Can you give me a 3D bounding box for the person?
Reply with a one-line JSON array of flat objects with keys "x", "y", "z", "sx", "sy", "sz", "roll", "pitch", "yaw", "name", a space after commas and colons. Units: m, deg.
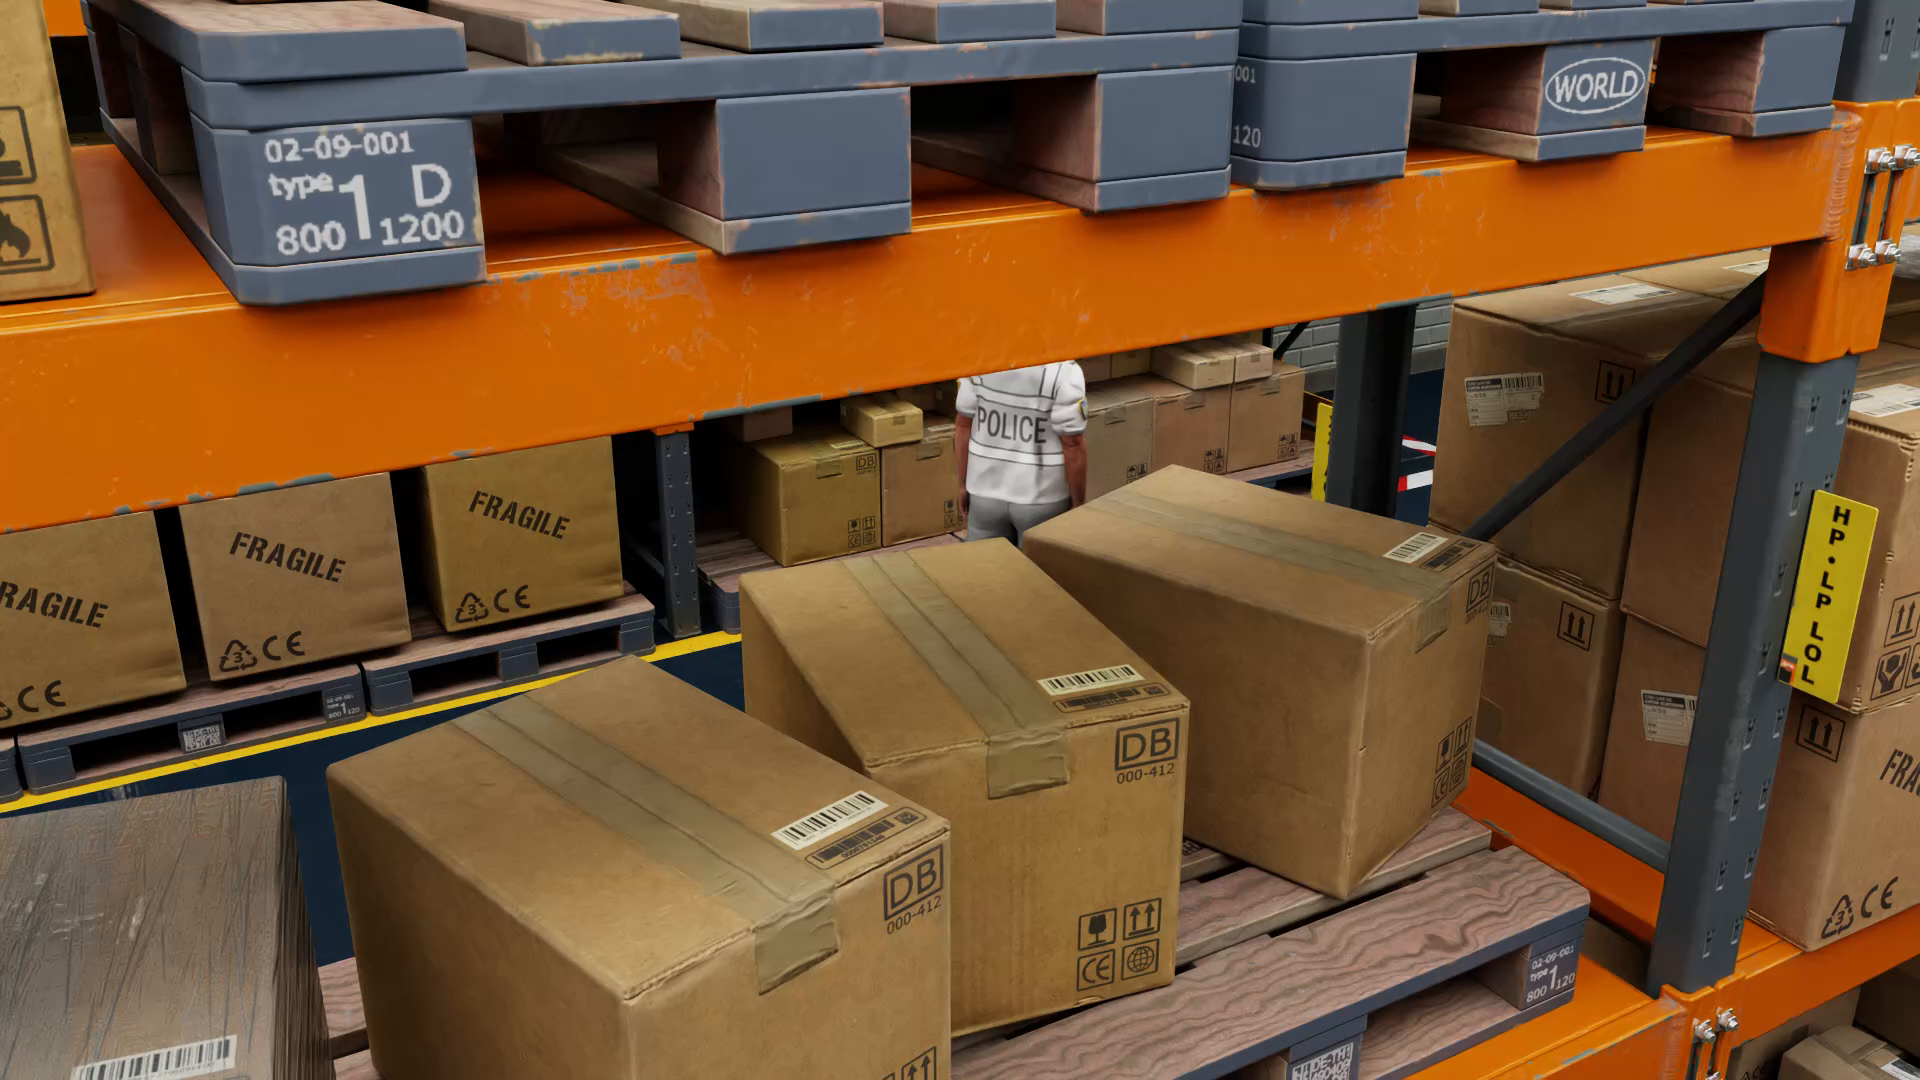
[{"x": 0.236, "y": -0.173, "z": 6.505, "sx": 0.549, "sy": 1.748, "sz": 0.584, "roll": 9, "pitch": 23, "yaw": 22, "name": "person"}]
